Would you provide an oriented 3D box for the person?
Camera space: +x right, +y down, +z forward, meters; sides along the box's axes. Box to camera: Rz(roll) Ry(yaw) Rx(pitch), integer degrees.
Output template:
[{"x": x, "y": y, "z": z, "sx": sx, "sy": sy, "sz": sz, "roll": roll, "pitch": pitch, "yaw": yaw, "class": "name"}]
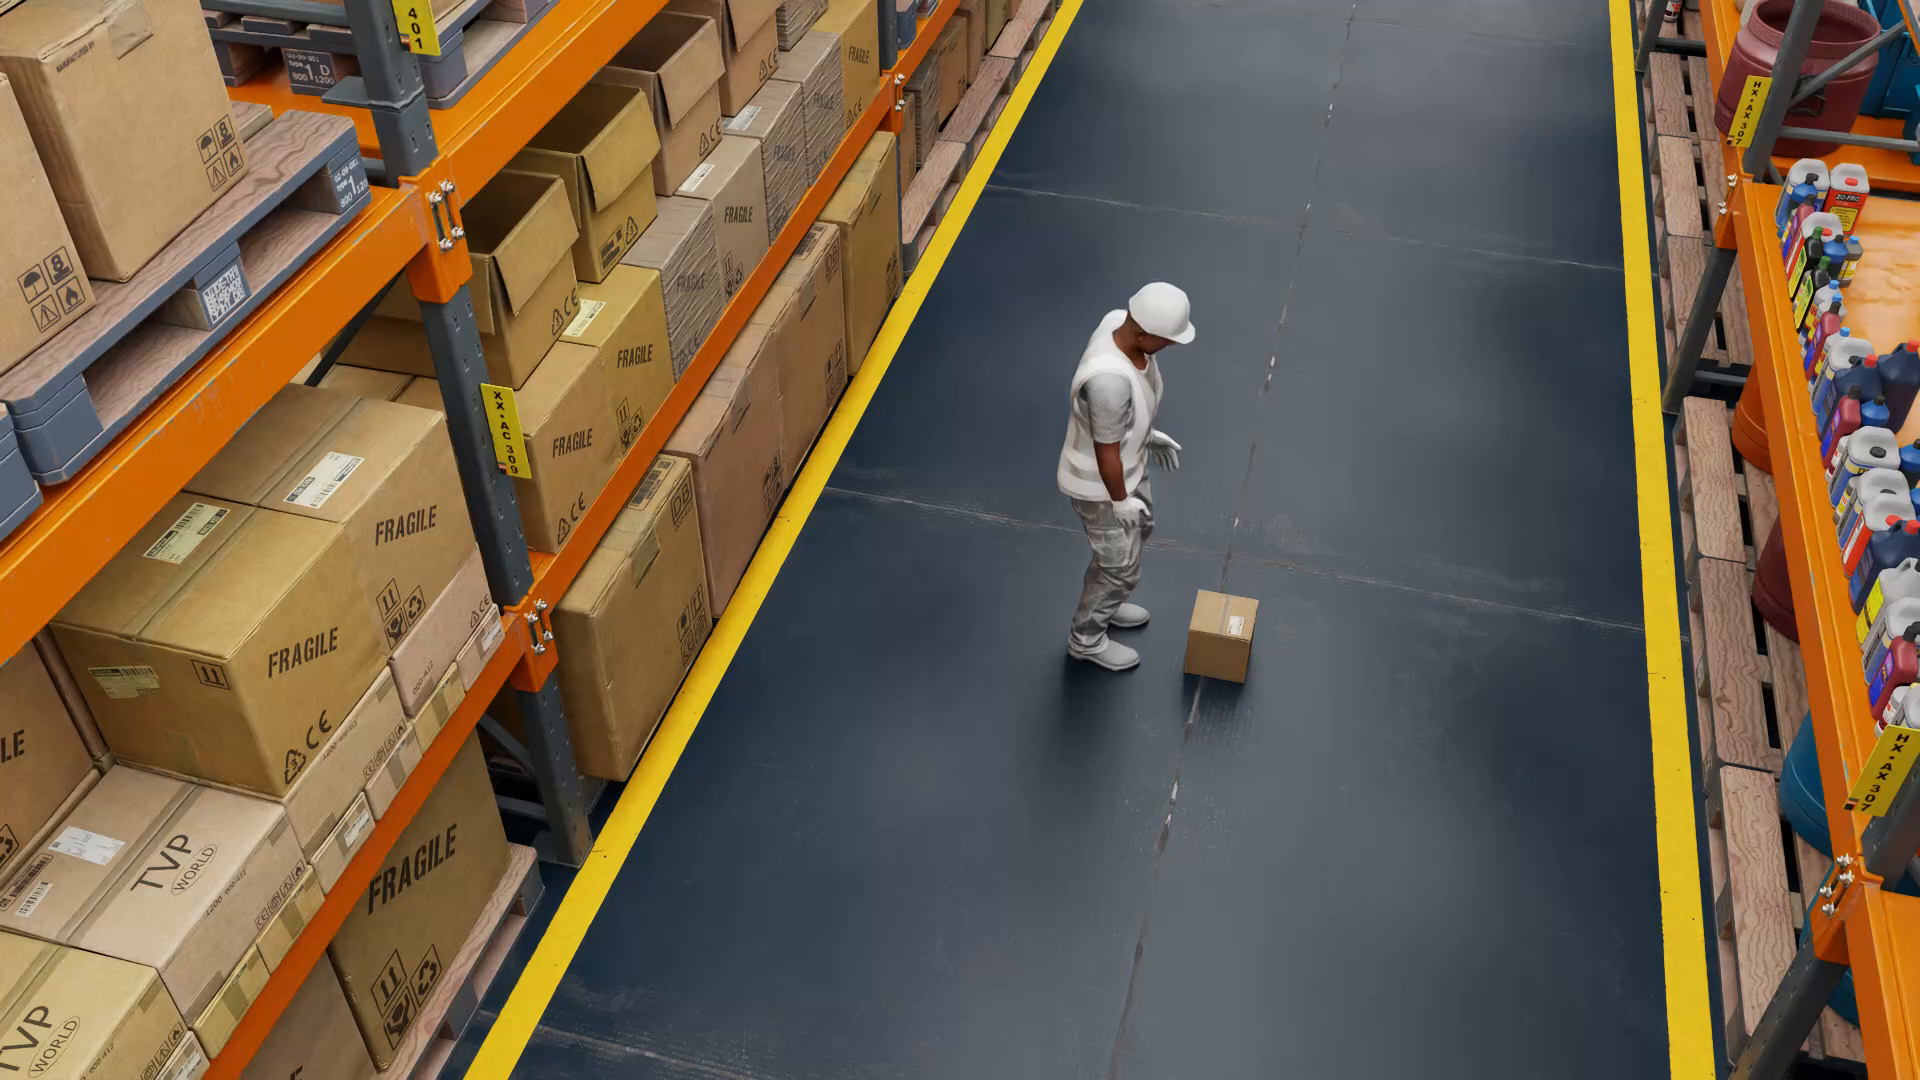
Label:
[{"x": 0.627, "y": -0.267, "z": 6.495, "sx": 0.458, "sy": 1.732, "sz": 0.573, "roll": 11, "pitch": 42, "yaw": 12, "class": "person"}]
